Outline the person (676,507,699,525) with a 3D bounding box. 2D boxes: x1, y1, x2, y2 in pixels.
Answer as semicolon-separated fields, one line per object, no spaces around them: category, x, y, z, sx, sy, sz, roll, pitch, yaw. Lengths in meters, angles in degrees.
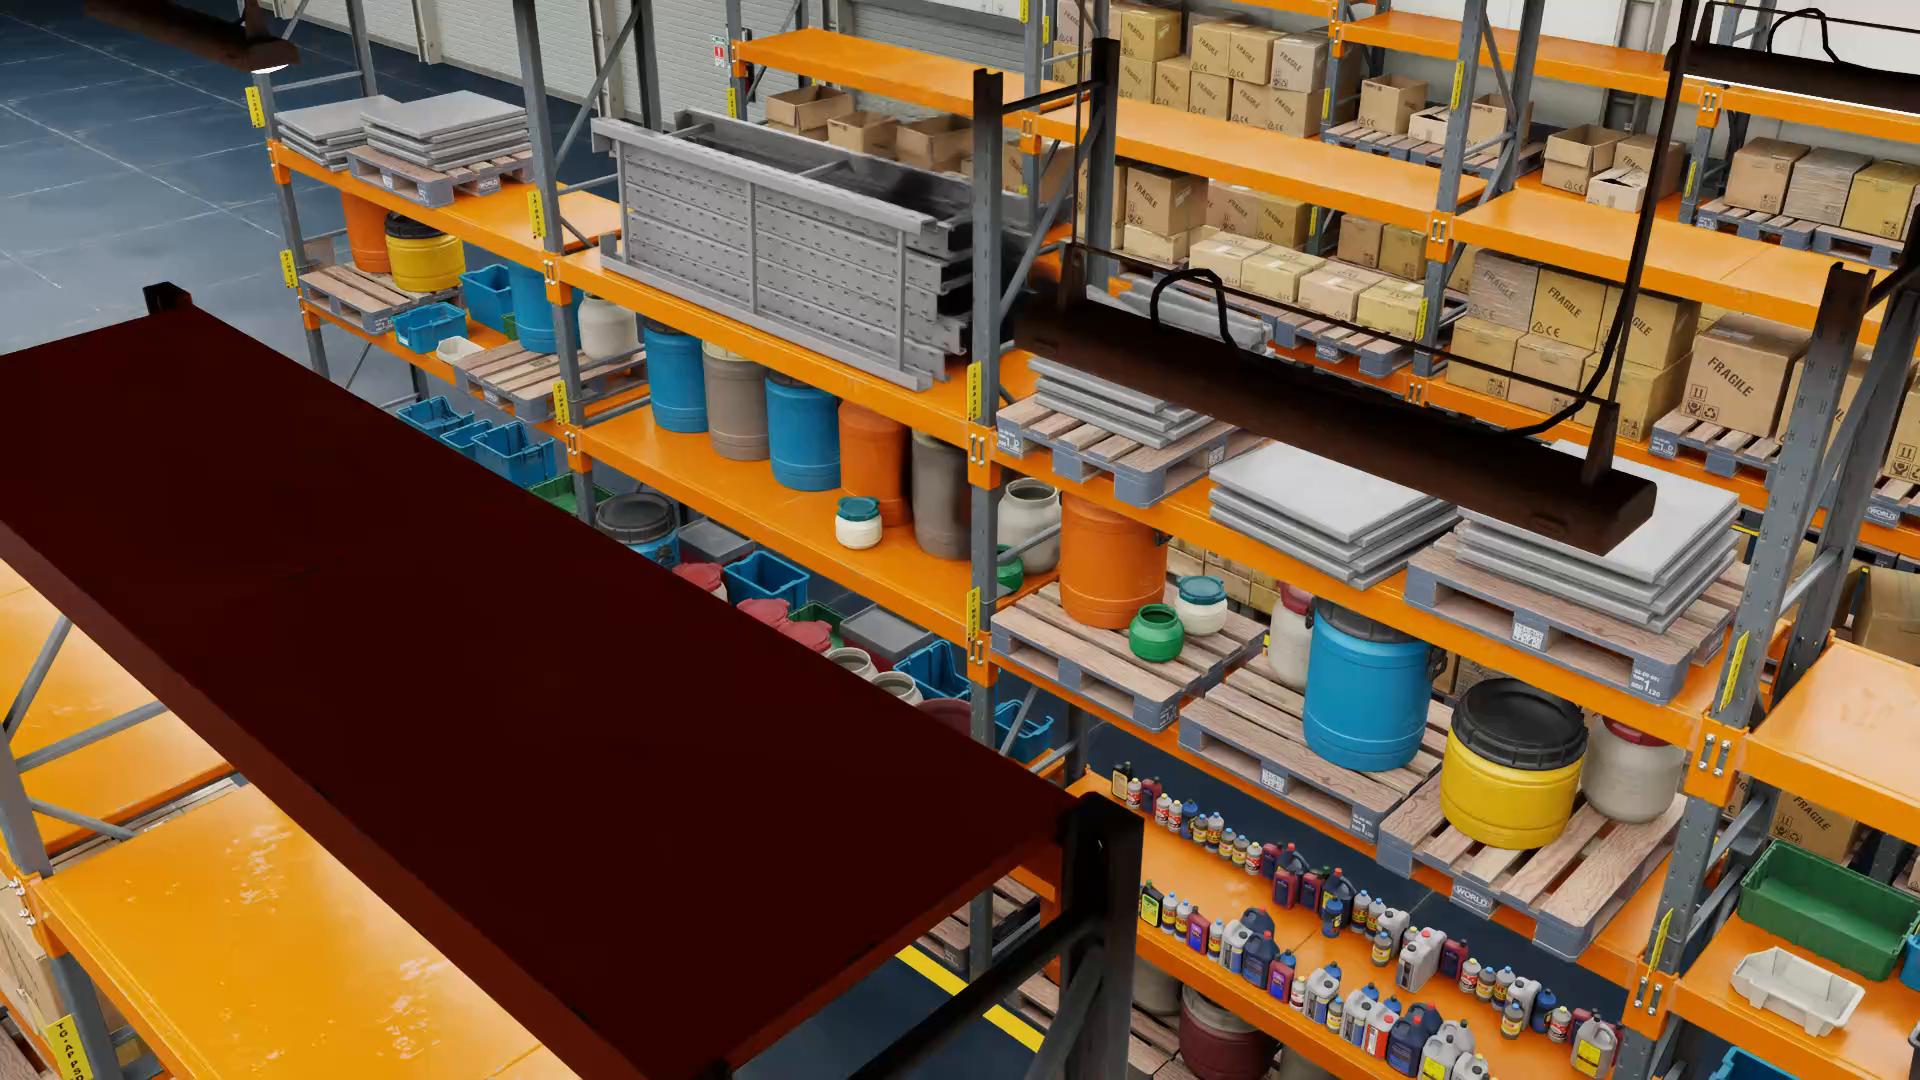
person;-2.336;-0.459;15.240;0.708;1.832;0.630;21;36;33
